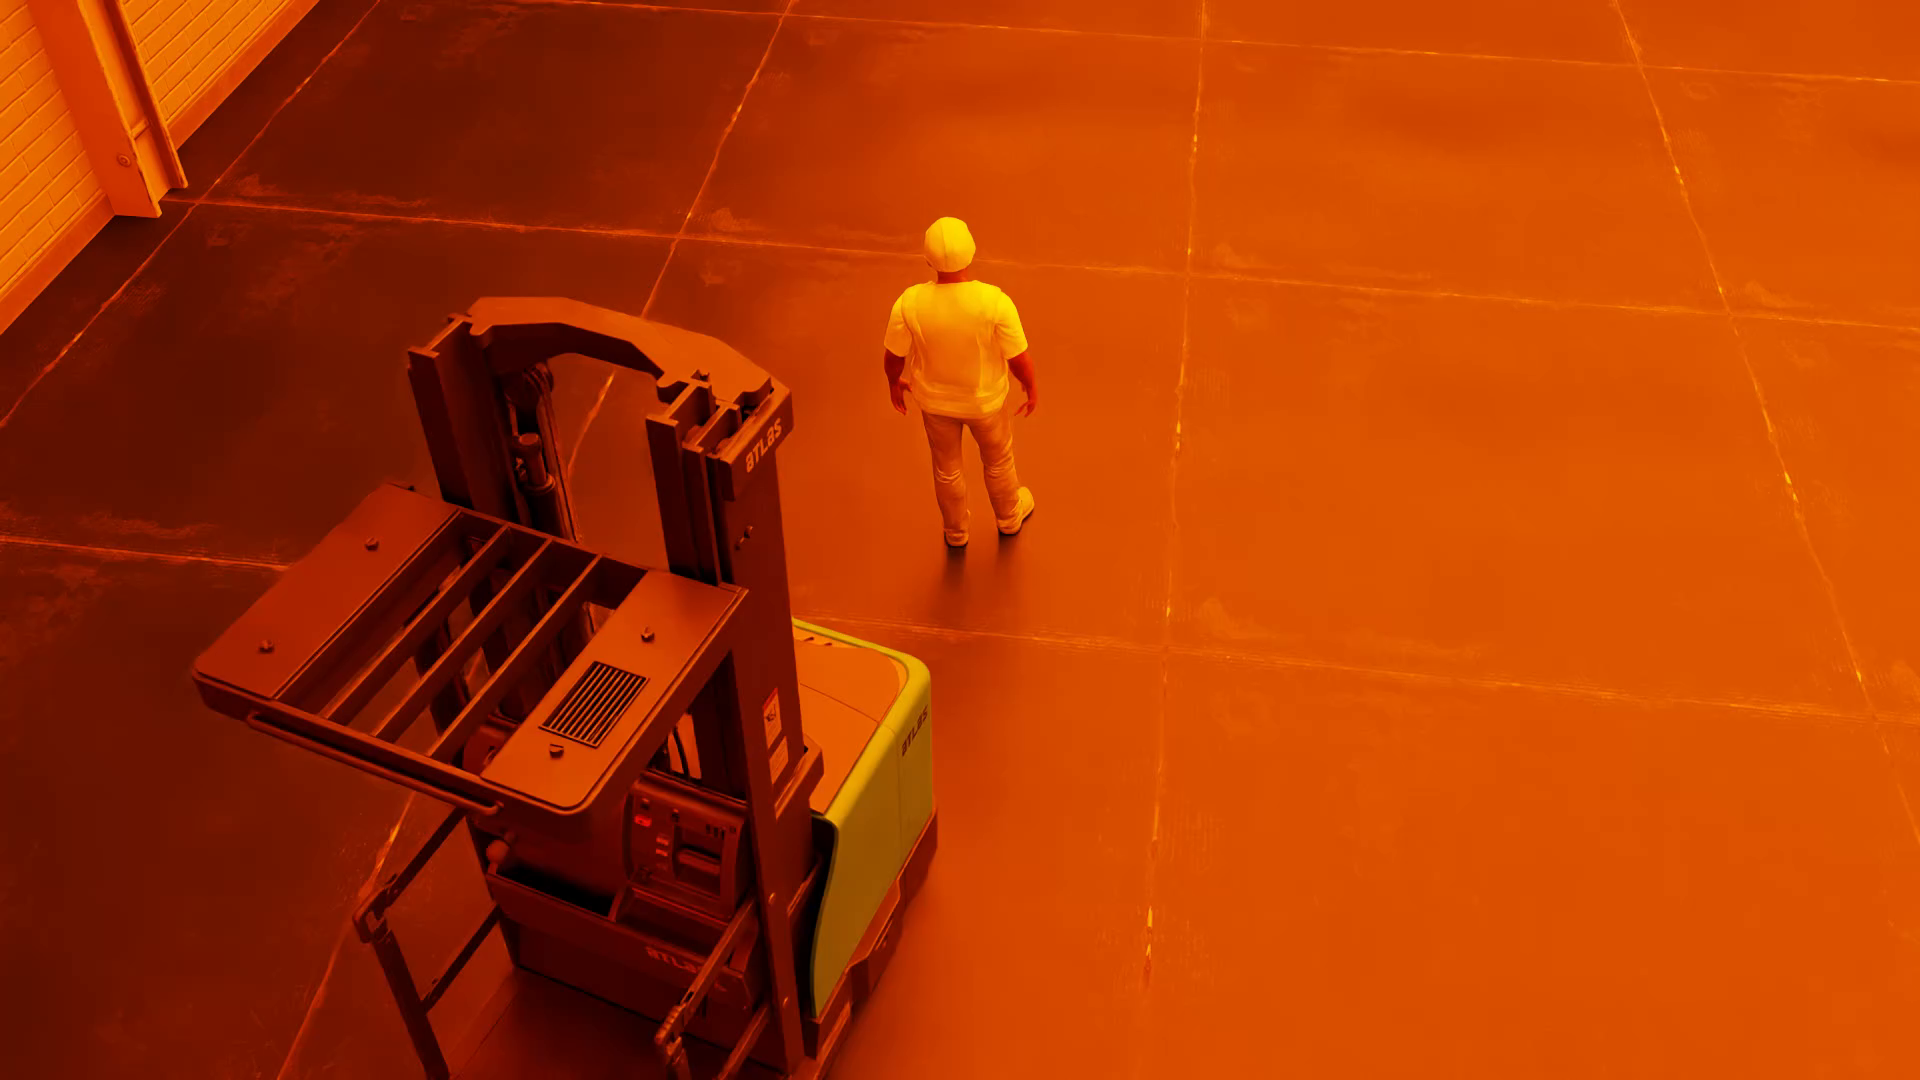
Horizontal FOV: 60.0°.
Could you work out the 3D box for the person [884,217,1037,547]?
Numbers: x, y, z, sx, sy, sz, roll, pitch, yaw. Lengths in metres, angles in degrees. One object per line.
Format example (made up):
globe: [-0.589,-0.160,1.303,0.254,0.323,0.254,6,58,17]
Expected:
person: [0.016,-0.702,7.338,0.665,1.765,0.577,5,43,6]

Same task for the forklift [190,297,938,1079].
forklift: [-1.136,0.923,4.719,1.130,2.935,3.031,16,45,17]
